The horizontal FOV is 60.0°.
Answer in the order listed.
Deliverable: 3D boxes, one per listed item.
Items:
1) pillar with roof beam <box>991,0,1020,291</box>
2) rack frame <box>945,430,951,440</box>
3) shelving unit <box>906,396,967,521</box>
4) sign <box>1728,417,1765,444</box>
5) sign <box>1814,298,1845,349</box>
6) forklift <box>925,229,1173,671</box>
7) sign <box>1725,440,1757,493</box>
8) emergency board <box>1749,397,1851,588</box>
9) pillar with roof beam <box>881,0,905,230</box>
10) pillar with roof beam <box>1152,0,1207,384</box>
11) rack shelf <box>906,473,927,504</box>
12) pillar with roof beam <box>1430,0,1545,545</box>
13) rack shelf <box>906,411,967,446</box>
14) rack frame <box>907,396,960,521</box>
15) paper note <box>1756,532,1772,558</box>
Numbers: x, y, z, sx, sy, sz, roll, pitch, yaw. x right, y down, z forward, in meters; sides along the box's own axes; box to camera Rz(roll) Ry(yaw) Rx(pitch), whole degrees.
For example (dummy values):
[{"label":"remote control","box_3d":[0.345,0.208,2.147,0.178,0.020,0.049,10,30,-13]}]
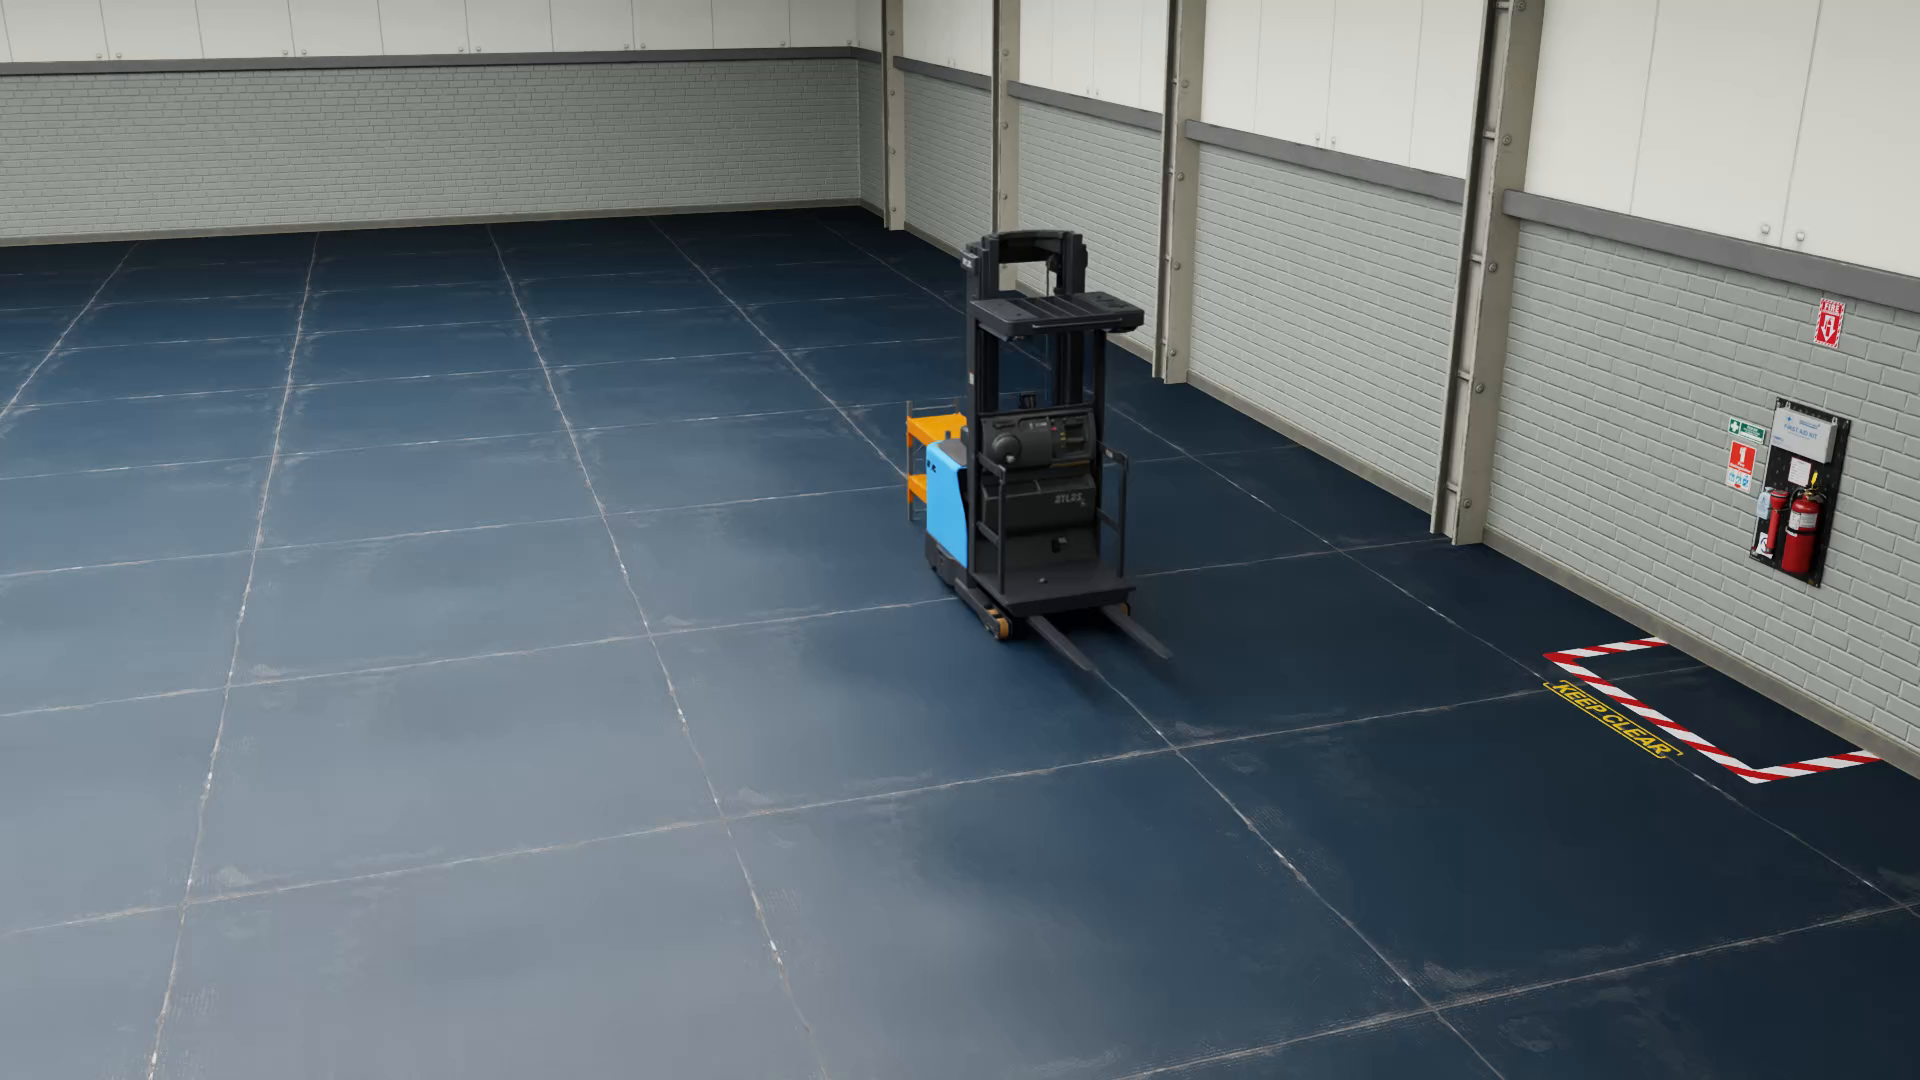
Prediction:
[{"label":"pillar with roof beam","box_3d":[-3.413,-7.659,22.803,9.100,9.000,0.400,-6,21,-17]},{"label":"rack frame","box_3d":[0.110,-0.418,14.291,0.500,1.125,0.032,-7,21,-19]},{"label":"shelving unit","box_3d":[-0.065,-0.579,14.740,0.538,1.125,1.048,-7,21,-19]},{"label":"sign","box_3d":[5.508,-0.766,11.650,0.001,0.109,0.331,-6,21,-17]},{"label":"sign","box_3d":[5.683,-1.418,10.873,0.001,0.298,0.199,-6,21,-17]},{"label":"forklift","box_3d":[0.684,-0.778,12.622,1.130,2.935,3.031,-7,21,-19]},{"label":"sign","box_3d":[5.515,-0.519,11.746,0.001,0.329,0.234,-6,21,-17]},{"label":"emergency board","box_3d":[5.591,-0.314,11.228,0.194,1.169,0.643,-6,21,-17]},{"label":"pillar with roof beam","box_3d":[-5.299,-9.585,28.163,9.100,9.000,0.400,-6,21,-17]},{"label":"pillar with roof beam","box_3d":[-1.527,-5.734,17.442,9.100,9.000,0.400,-6,21,-17]},{"label":"rack shelf","box_3d":[-0.065,-0.349,14.823,0.538,0.278,1.000,-7,21,-19]},{"label":"pillar with roof beam","box_3d":[0.359,-3.808,12.082,9.100,9.000,0.400,-6,21,-17]},{"label":"rack shelf","box_3d":[-0.065,-0.855,14.641,0.538,0.278,1.000,-7,21,-19]},{"label":"rack frame","box_3d":[-0.240,-0.741,15.189,0.500,1.125,0.032,-7,21,-19]},{"label":"paper note","box_3d":[5.601,0.037,11.555,0.016,0.148,0.142,-6,21,-17]}]
